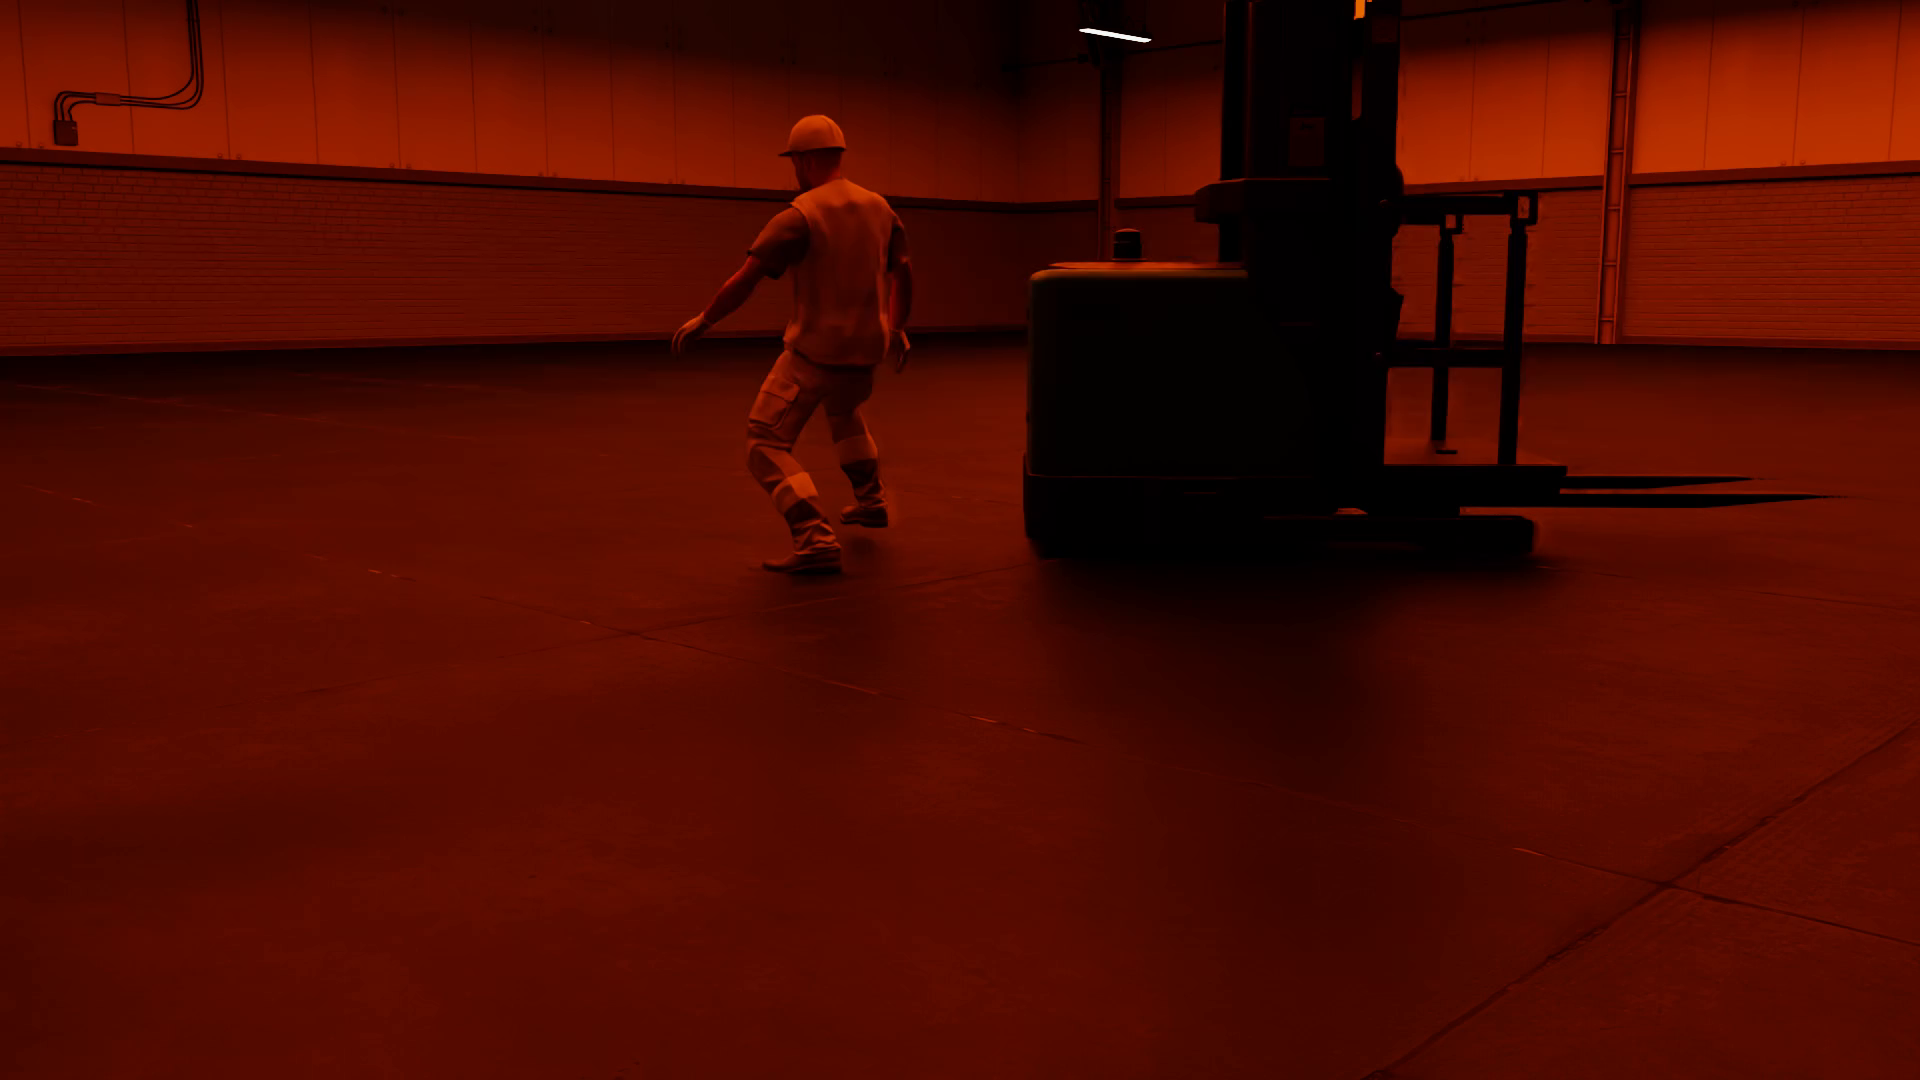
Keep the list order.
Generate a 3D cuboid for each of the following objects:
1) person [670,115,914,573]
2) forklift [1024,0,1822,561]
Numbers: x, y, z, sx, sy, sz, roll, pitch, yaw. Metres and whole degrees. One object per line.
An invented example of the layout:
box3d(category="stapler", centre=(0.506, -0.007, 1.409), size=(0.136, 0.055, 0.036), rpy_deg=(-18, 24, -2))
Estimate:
box3d(category="person", centre=(-0.535, -0.736, 6.197), size=(0.979, 1.647, 0.711), rpy_deg=(-7, 11, -41))
box3d(category="forklift", centre=(1.780, -1.451, 6.509), size=(3.031, 2.935, 1.130), rpy_deg=(0, 9, 1))
